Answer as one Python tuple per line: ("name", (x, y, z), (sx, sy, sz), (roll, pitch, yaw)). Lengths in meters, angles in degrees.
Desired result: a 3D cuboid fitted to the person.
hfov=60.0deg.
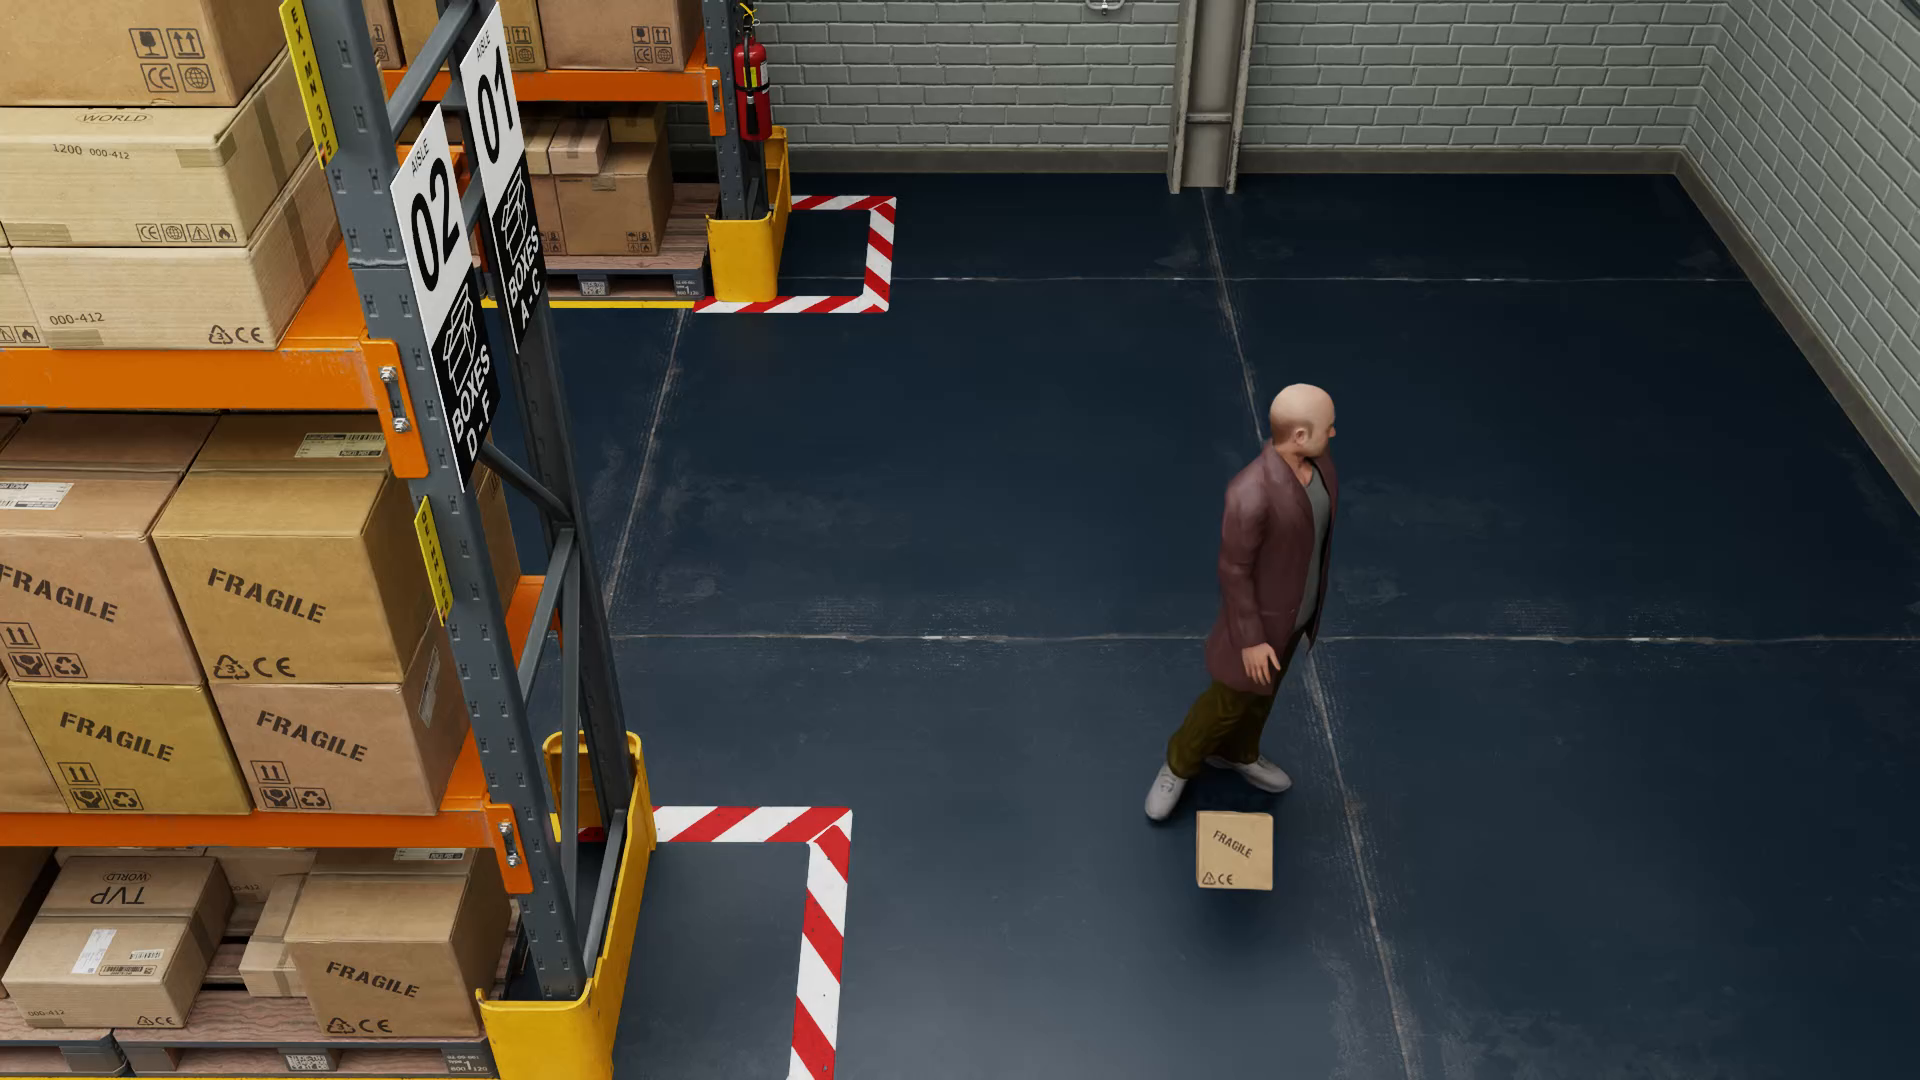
("person", (1.029, 0.255, 5.849), (0.459, 1.745, 0.730), (31, 48, 32))
